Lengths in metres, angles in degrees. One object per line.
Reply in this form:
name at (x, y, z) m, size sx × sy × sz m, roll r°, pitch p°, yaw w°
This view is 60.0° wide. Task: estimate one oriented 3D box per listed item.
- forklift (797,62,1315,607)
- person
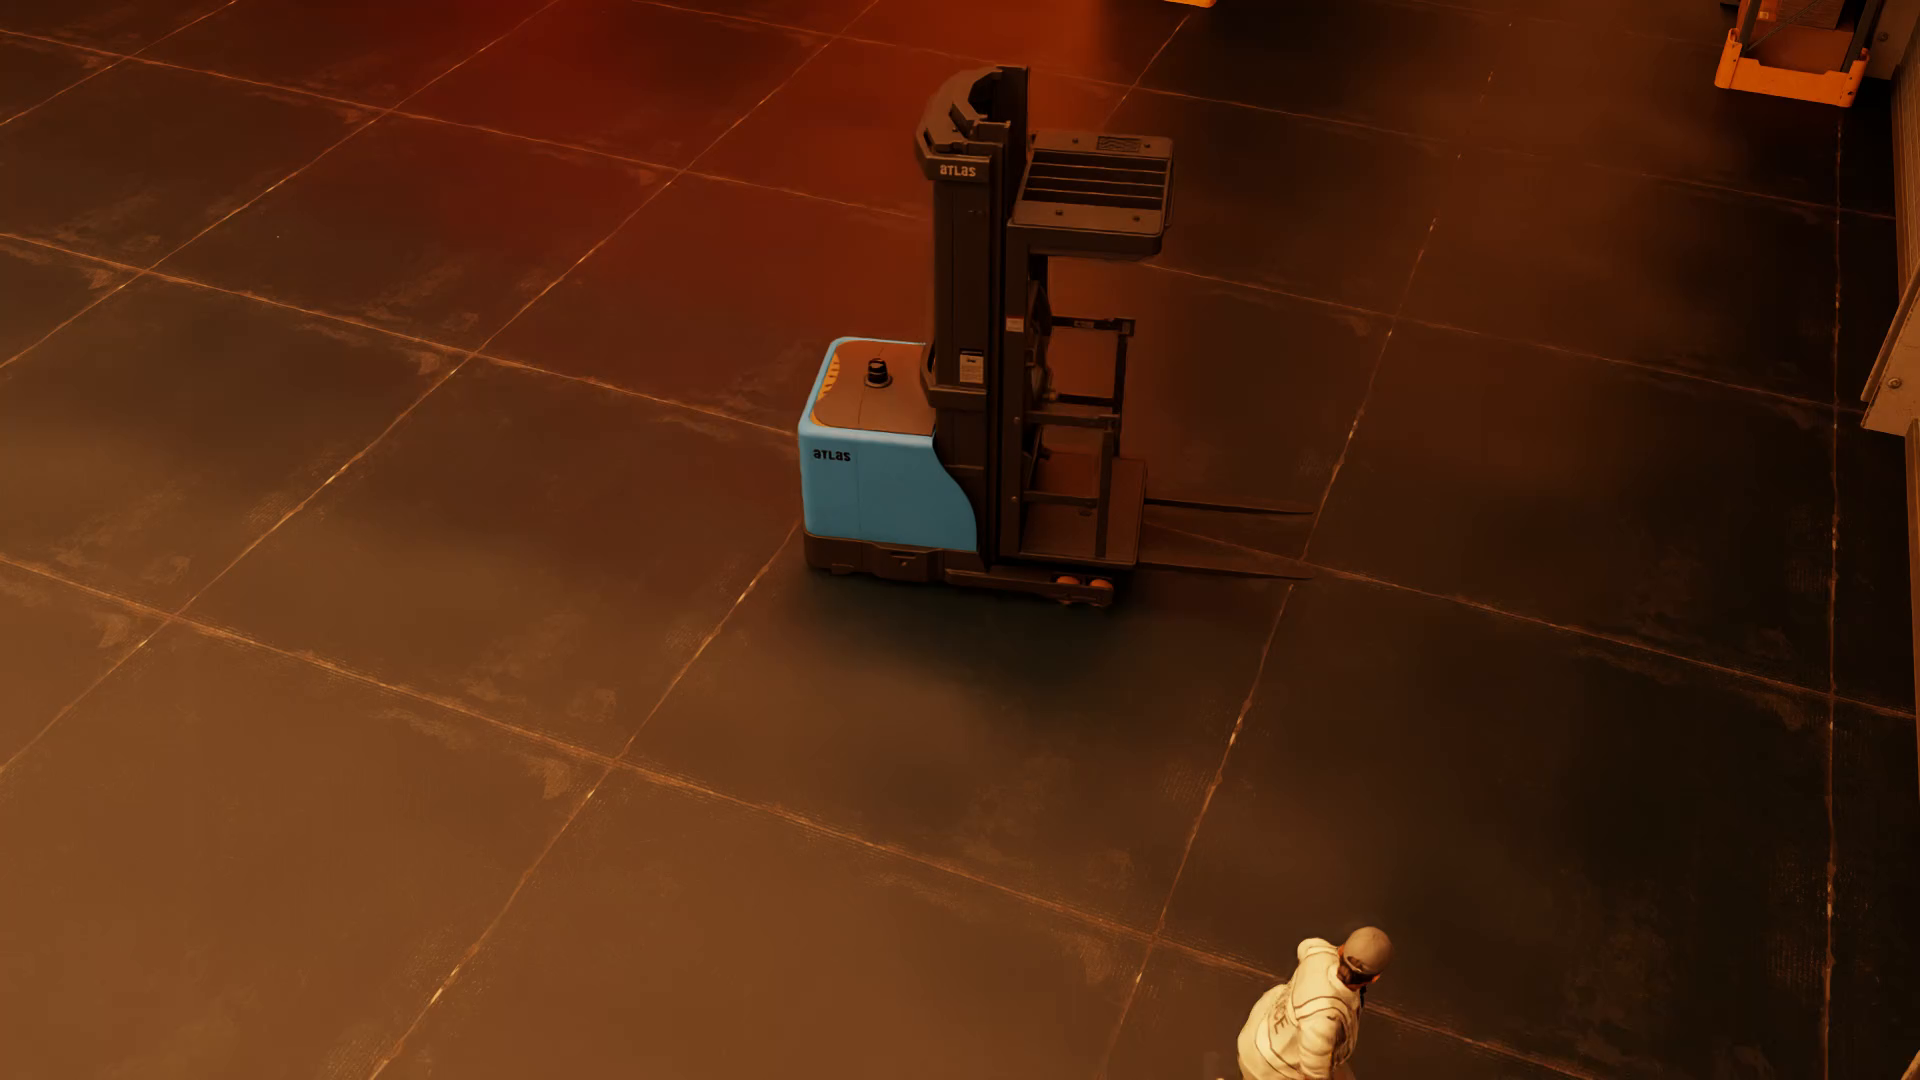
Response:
forklift at (0.623, -1.095, 9.315) m, size 3.031 × 2.935 × 1.130 m, roll 6°, pitch 40°, yaw 7°
person at (1.359, 2.045, 6.735) m, size 0.621 × 1.456 × 0.757 m, roll 21°, pitch 44°, yaw 24°
